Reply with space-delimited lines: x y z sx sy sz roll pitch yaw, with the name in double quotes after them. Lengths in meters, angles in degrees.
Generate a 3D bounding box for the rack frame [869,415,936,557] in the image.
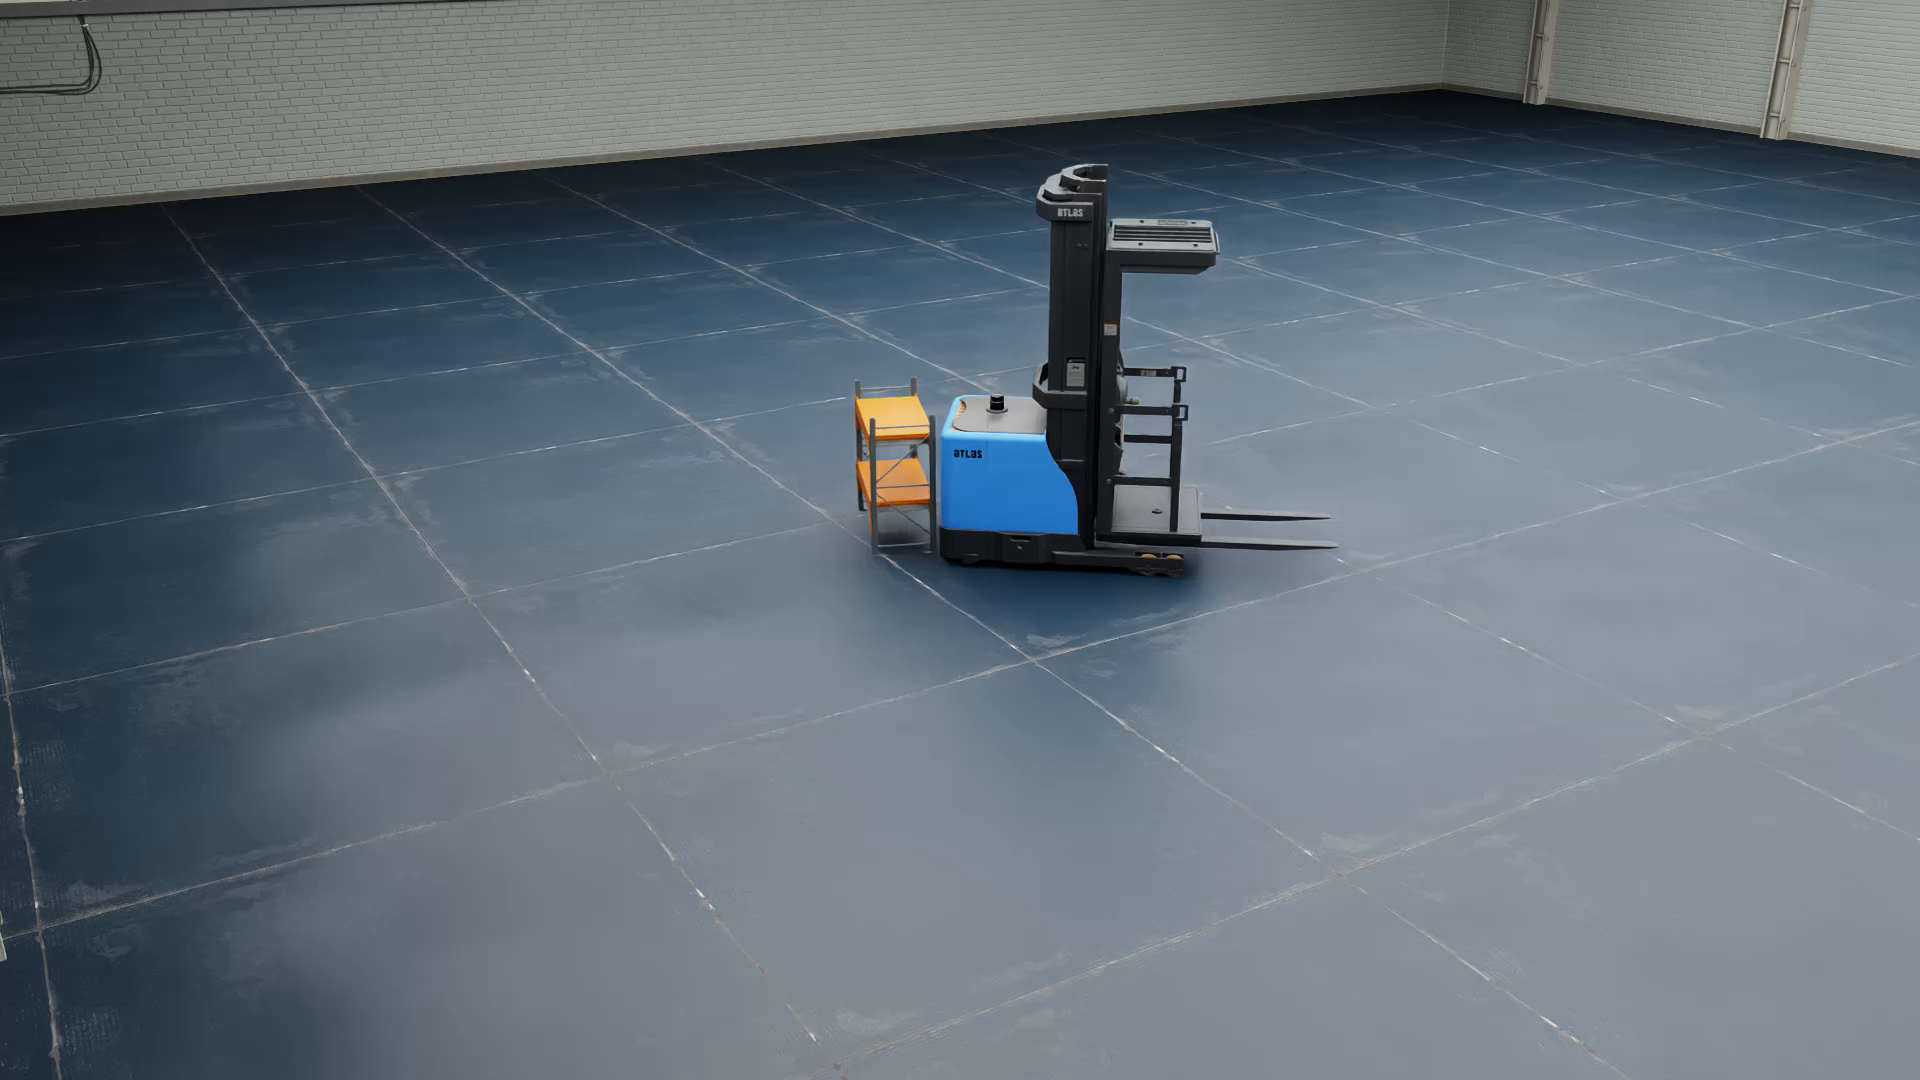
-0.437 -0.411 12.796 0.500 1.125 0.032 -4 22 -9 "rack frame"

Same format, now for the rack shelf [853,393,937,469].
-0.520 -0.871 13.150 0.538 0.278 1.000 -4 22 -9 "rack shelf"

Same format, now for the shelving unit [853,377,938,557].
-0.520 -0.600 13.260 0.538 1.125 1.048 -4 22 -9 "shelving unit"

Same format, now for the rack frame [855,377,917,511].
-0.604 -0.789 13.725 0.500 1.125 0.032 -4 22 -9 "rack frame"

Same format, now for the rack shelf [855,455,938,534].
-0.520 -0.373 13.352 0.538 0.278 1.000 -4 22 -9 "rack shelf"

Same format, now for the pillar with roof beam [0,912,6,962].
-1.231 -2.964 8.619 9.100 9.000 0.400 -13 25 -28 "pillar with roof beam"

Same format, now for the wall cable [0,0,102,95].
-14.495 -7.732 24.474 3.097 2.526 0.112 -13 25 -28 "wall cable"

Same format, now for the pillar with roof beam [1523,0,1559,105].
9.253 -13.193 33.787 9.100 9.000 0.400 -13 25 -28 "pillar with roof beam"

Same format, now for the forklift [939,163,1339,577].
1.393 -1.288 12.554 3.031 2.935 1.130 2 22 6 "forklift"

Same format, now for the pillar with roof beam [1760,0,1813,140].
12.318 -11.251 29.008 9.100 9.000 0.400 -13 25 -28 "pillar with roof beam"
